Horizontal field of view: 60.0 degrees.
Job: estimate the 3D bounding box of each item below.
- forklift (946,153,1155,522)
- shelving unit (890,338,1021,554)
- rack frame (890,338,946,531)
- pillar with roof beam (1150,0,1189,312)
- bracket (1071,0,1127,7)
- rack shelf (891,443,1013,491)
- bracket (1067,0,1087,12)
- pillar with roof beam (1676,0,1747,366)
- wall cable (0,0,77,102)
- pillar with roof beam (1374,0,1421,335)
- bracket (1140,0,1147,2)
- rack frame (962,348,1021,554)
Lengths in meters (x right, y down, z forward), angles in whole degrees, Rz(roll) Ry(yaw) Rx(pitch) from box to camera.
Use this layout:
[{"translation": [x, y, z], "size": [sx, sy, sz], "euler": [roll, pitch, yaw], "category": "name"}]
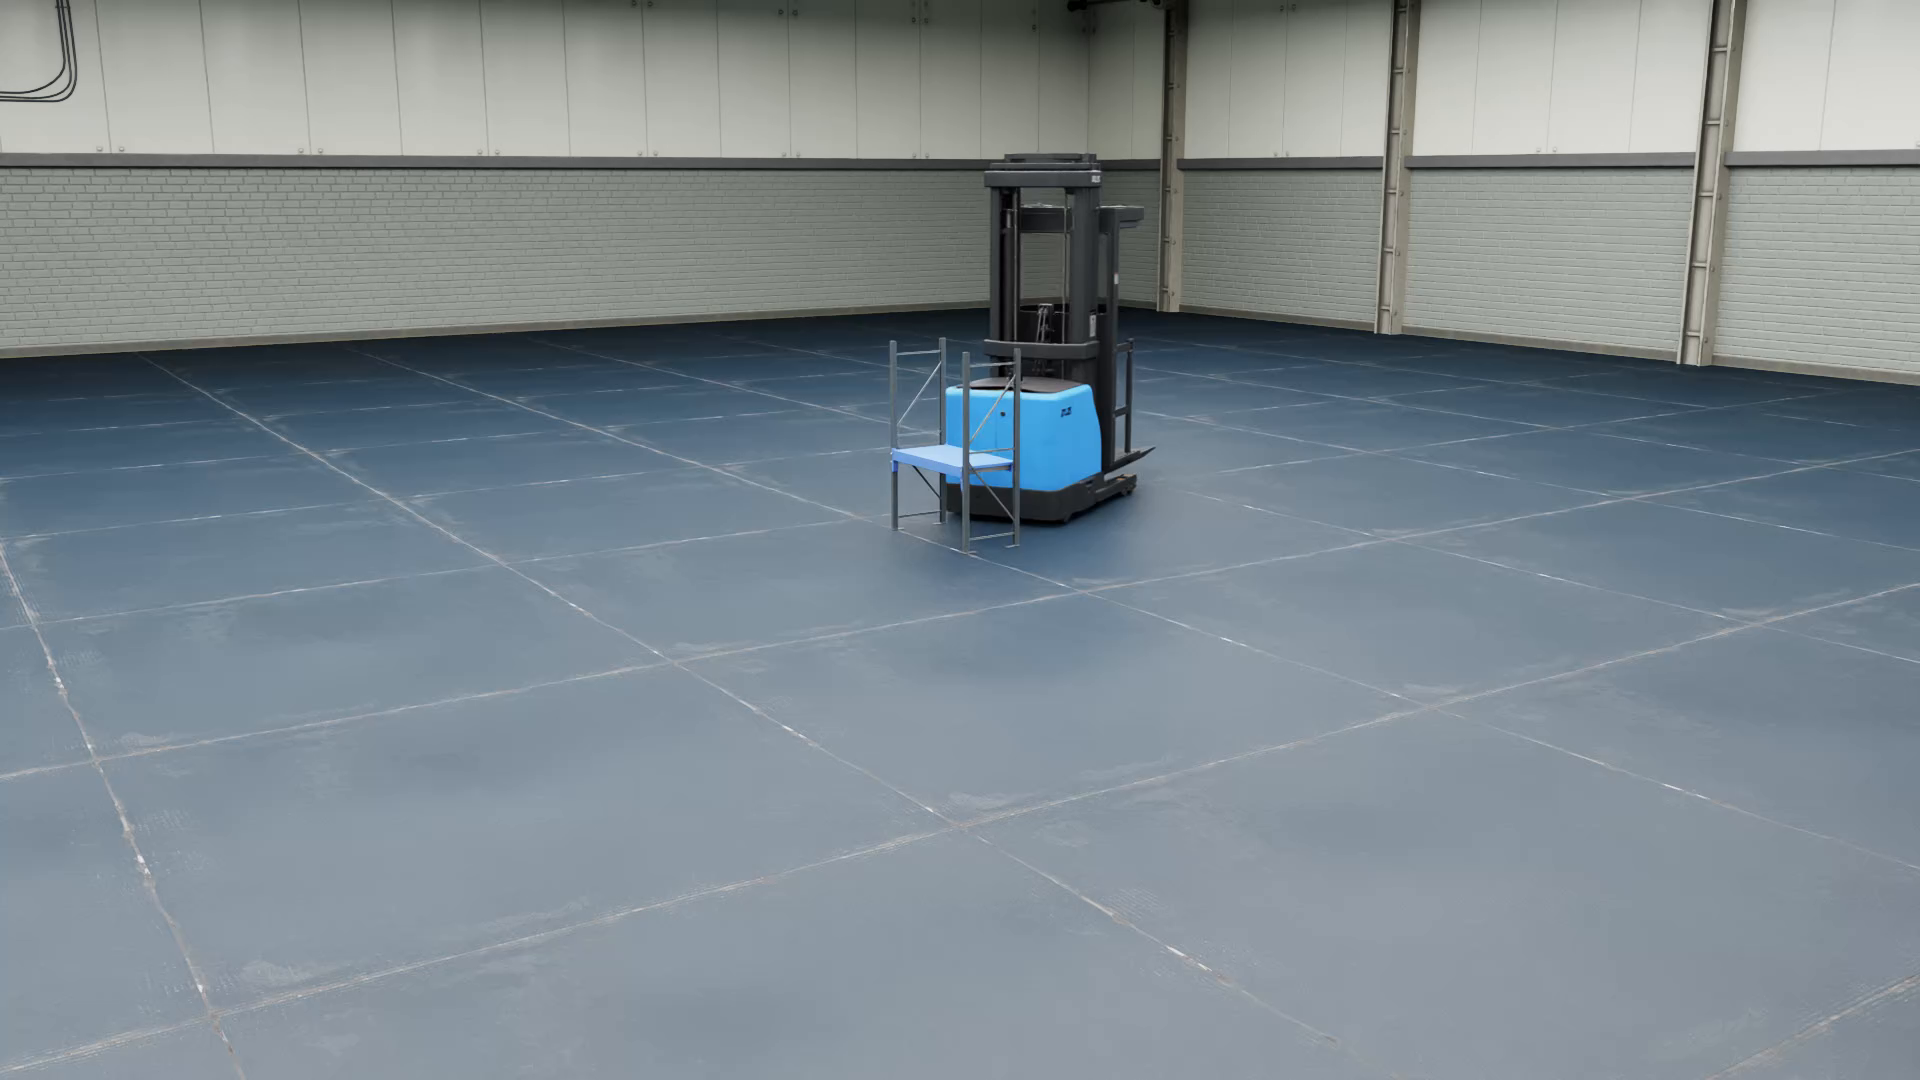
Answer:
[{"translation": [0.923, -1.846, 14.443], "size": [1.130, 2.935, 3.031], "euler": [6, 14, 24], "category": "forklift"}, {"translation": [-0.047, -0.748, 12.771], "size": [0.538, 1.500, 1.048], "euler": [-8, 15, -33], "category": "shelving unit"}, {"translation": [-0.329, -0.838, 13.184], "size": [0.500, 1.500, 0.032], "euler": [-8, 15, -33], "category": "rack frame"}, {"translation": [0.757, -8.650, 31.354], "size": [9.100, 9.000, 0.548], "euler": [-8, 15, -33], "category": "pillar with roof beam"}, {"translation": [2.829, -11.266, 34.892], "size": [0.076, 0.066, 3.189], "euler": [-8, 15, -33], "category": "bracket"}, {"translation": [-0.047, -0.572, 12.809], "size": [0.538, 0.185, 1.000], "euler": [-8, 15, -33], "category": "rack shelf"}, {"translation": [2.502, -11.372, 35.372], "size": [0.235, 0.232, 0.430], "euler": [-8, 15, -33], "category": "bracket"}, {"translation": [7.405, -6.516, 21.595], "size": [9.100, 9.000, 0.400], "euler": [-8, 15, -33], "category": "pillar with roof beam"}, {"translation": [-14.502, -8.894, 24.508], "size": [2.305, 6.003, 0.169], "euler": [-8, 15, -33], "category": "wall cable"}, {"translation": [4.081, -7.583, 26.474], "size": [9.100, 9.000, 0.400], "euler": [-8, 15, -33], "category": "pillar with roof beam"}, {"translation": [3.815, -10.950, 33.445], "size": [0.235, 0.232, 0.430], "euler": [-8, 15, -33], "category": "bracket"}, {"translation": [0.234, -0.657, 12.357], "size": [0.500, 1.500, 0.032], "euler": [-8, 15, -33], "category": "rack frame"}]
